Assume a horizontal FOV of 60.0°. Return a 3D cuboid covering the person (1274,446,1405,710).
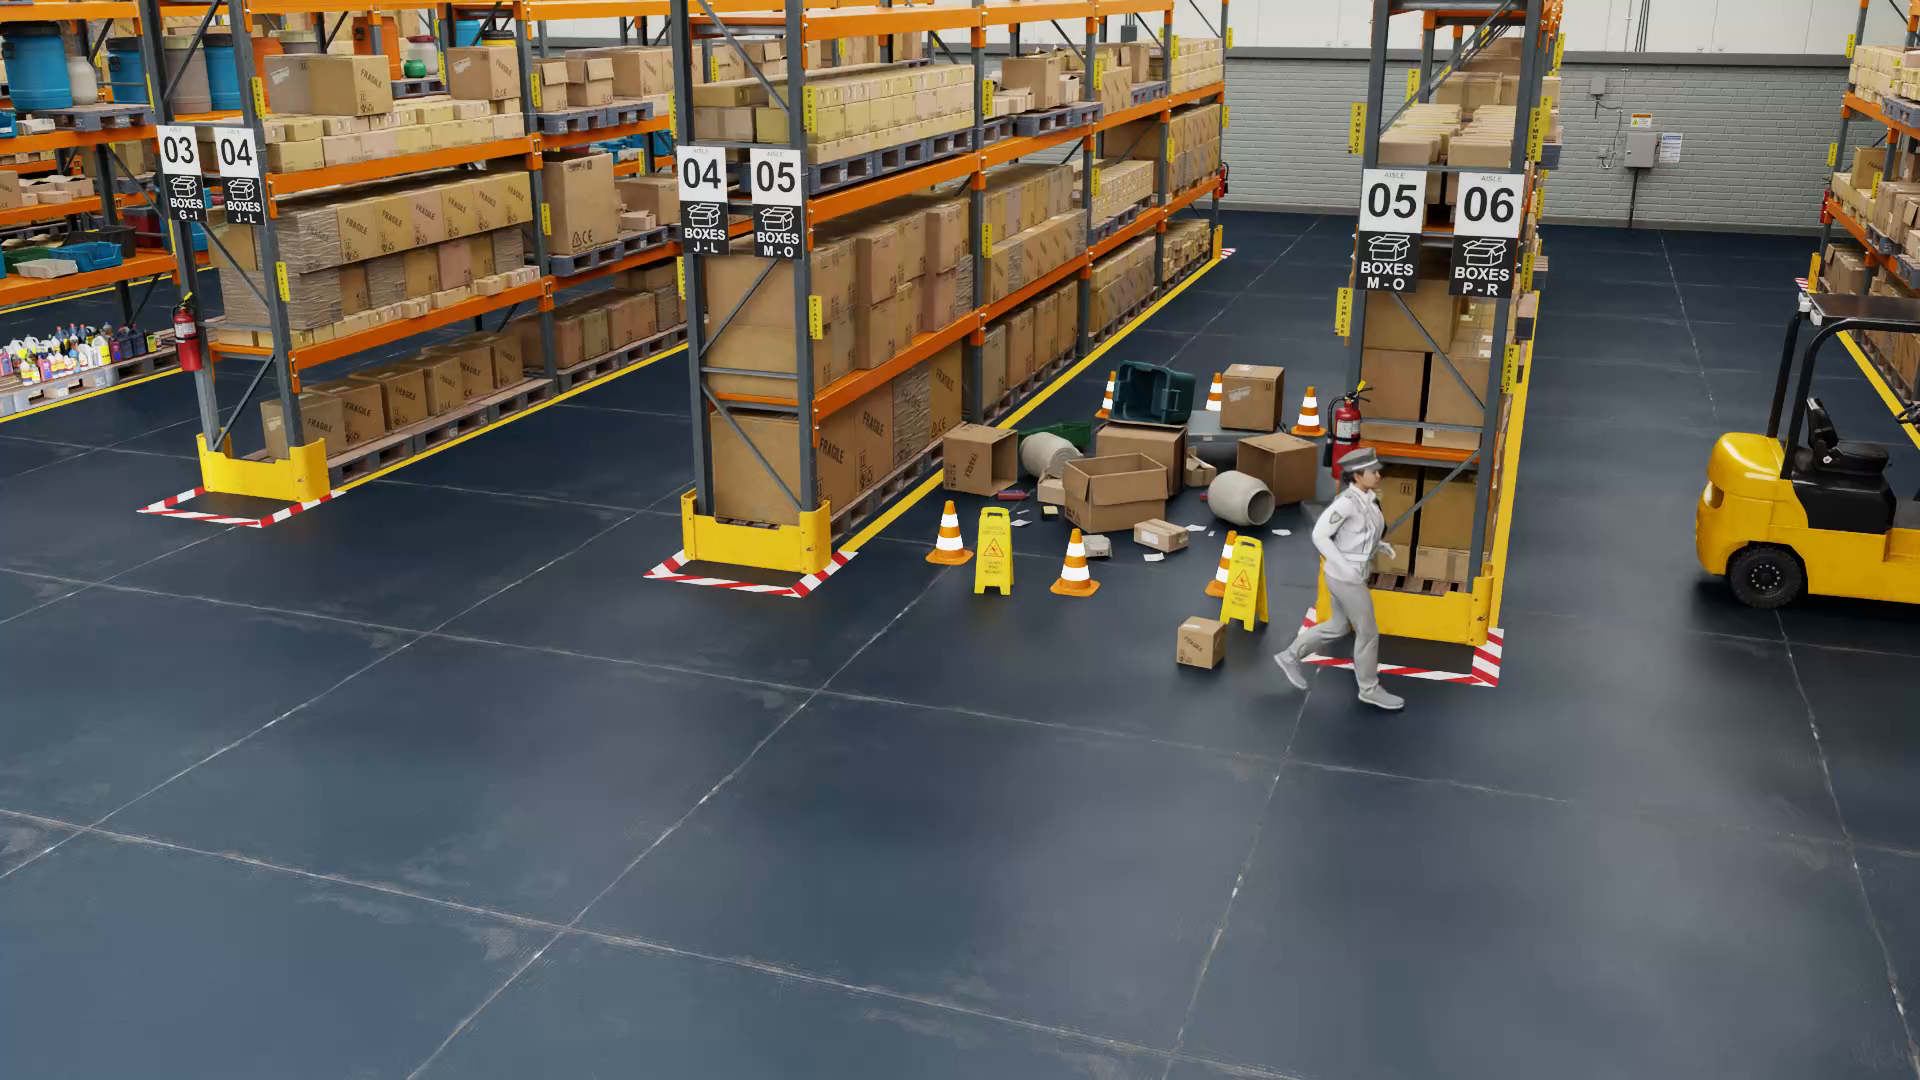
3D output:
[{"bbox_3d":[2.397,0.221,10.325,0.843,1.684,0.641,7,20,20],"label":"person"}]
